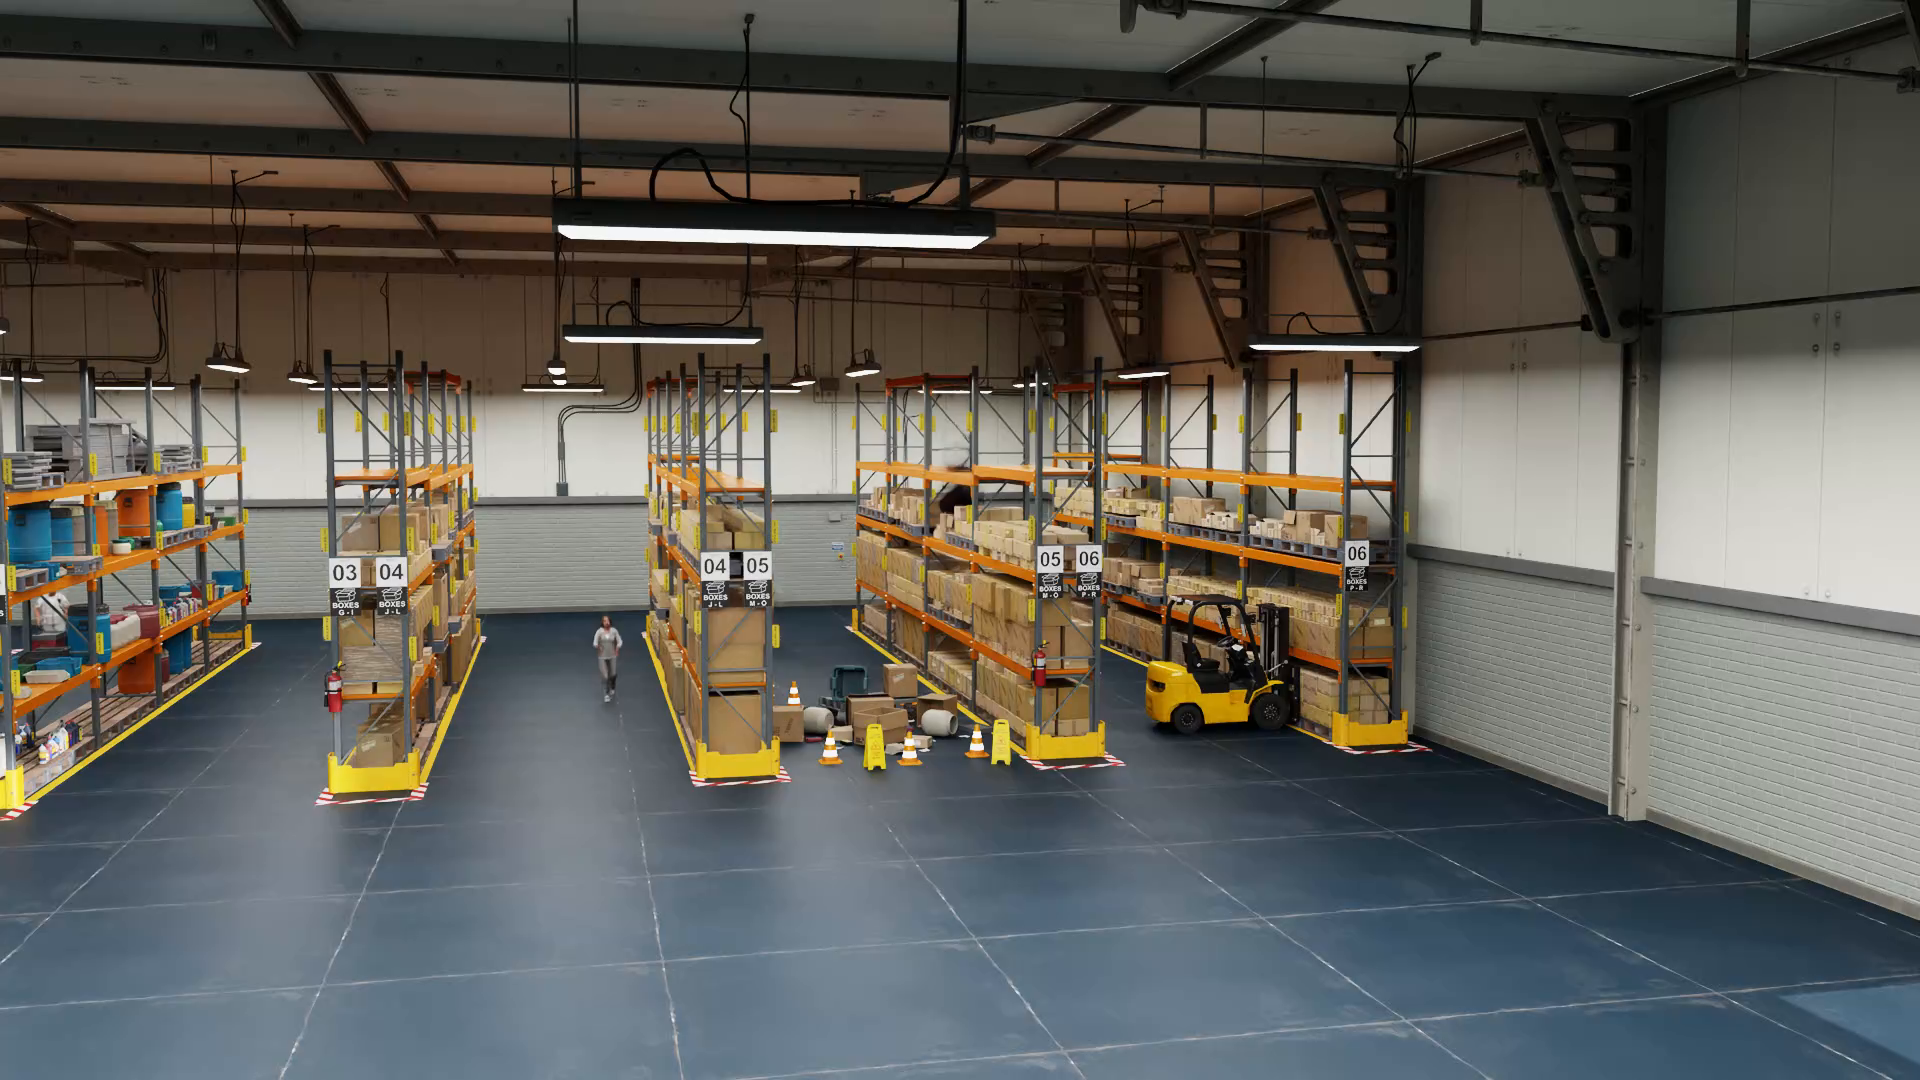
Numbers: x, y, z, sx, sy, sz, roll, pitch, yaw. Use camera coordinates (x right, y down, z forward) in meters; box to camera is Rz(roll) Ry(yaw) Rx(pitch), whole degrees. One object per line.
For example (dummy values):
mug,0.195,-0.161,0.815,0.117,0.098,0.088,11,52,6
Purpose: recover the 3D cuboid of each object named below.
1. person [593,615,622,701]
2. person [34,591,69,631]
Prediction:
person,-6.323,2.134,29.877,0.524,1.558,0.537,-1,4,-15
person,-19.046,1.673,34.912,0.675,1.648,0.555,-2,5,-28
